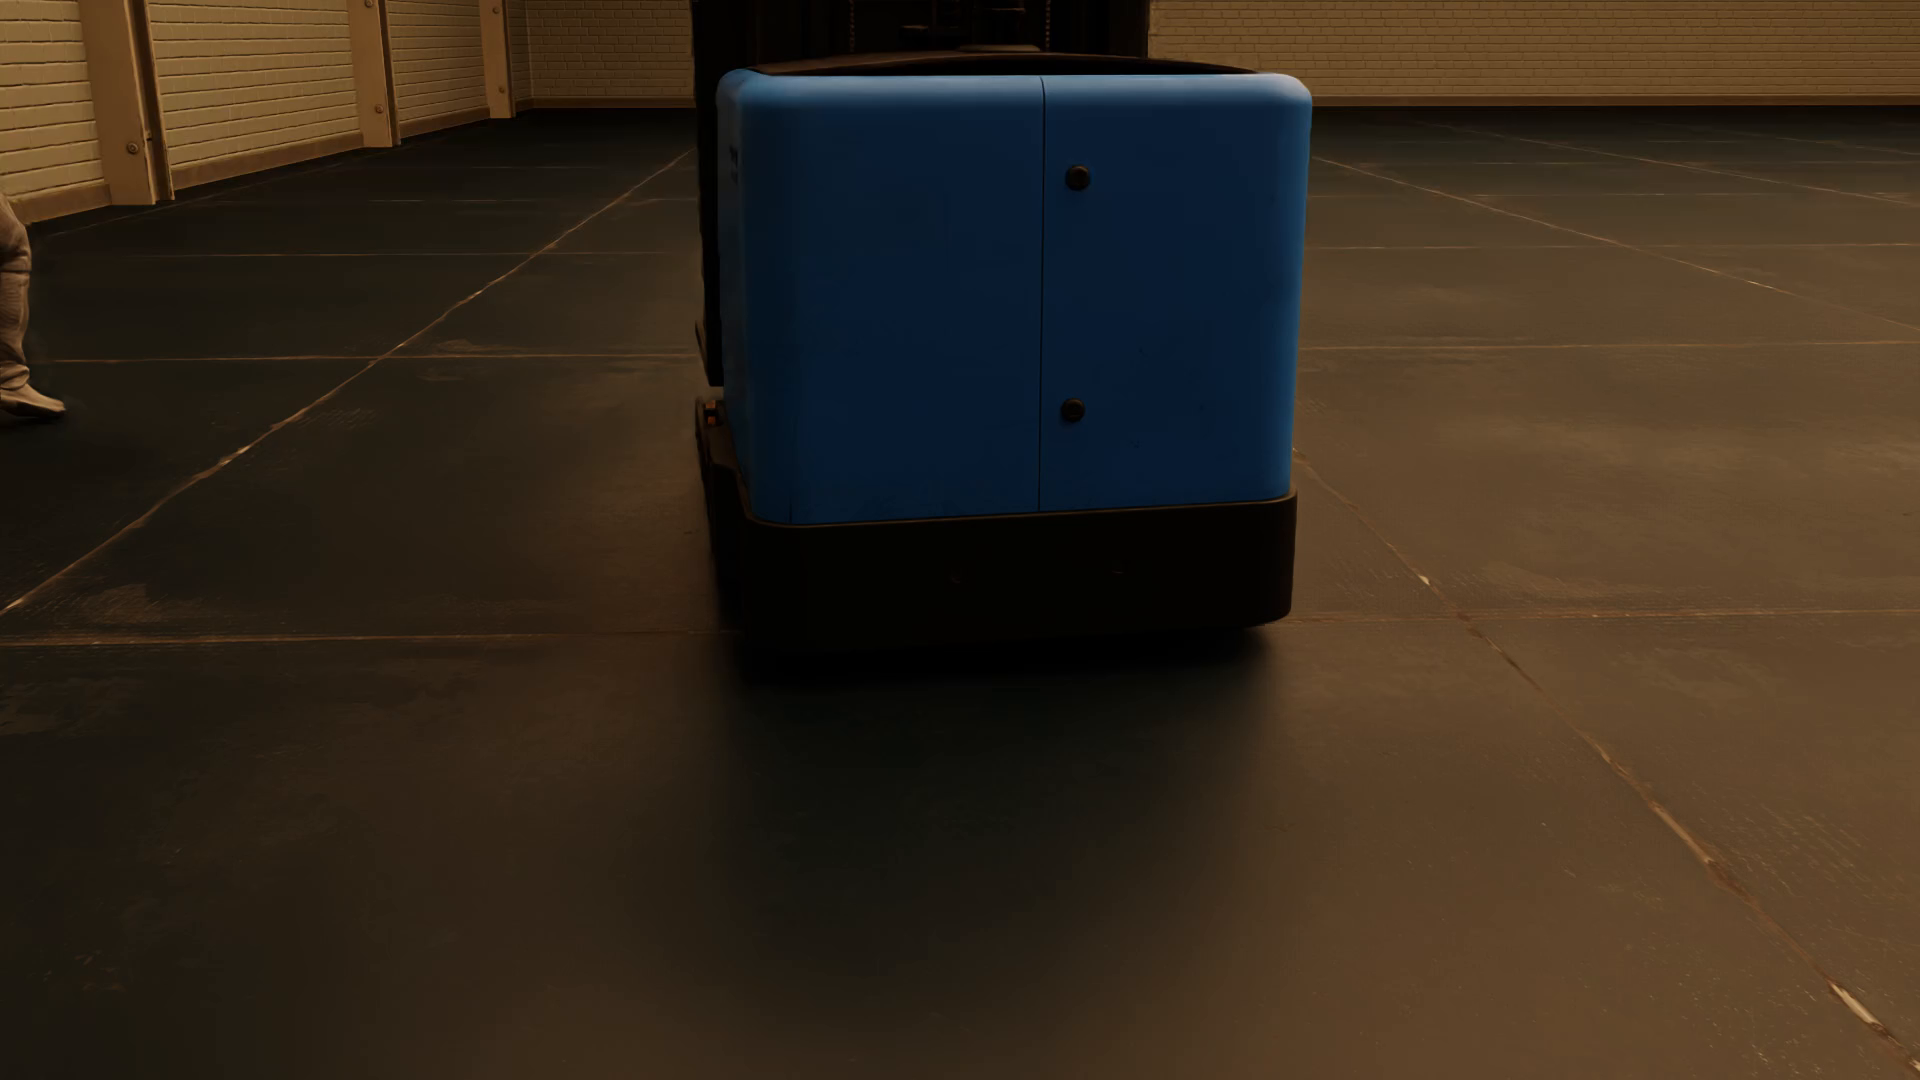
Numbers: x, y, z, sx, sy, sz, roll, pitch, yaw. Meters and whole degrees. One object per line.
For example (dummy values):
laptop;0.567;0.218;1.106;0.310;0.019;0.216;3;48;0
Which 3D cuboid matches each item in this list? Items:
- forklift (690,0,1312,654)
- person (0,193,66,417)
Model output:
forklift;-0.136;-1.585;4.088;1.130;2.935;3.031;-3;17;-10
person;-2.820;-1.018;4.605;0.806;1.570;0.814;2;17;7
